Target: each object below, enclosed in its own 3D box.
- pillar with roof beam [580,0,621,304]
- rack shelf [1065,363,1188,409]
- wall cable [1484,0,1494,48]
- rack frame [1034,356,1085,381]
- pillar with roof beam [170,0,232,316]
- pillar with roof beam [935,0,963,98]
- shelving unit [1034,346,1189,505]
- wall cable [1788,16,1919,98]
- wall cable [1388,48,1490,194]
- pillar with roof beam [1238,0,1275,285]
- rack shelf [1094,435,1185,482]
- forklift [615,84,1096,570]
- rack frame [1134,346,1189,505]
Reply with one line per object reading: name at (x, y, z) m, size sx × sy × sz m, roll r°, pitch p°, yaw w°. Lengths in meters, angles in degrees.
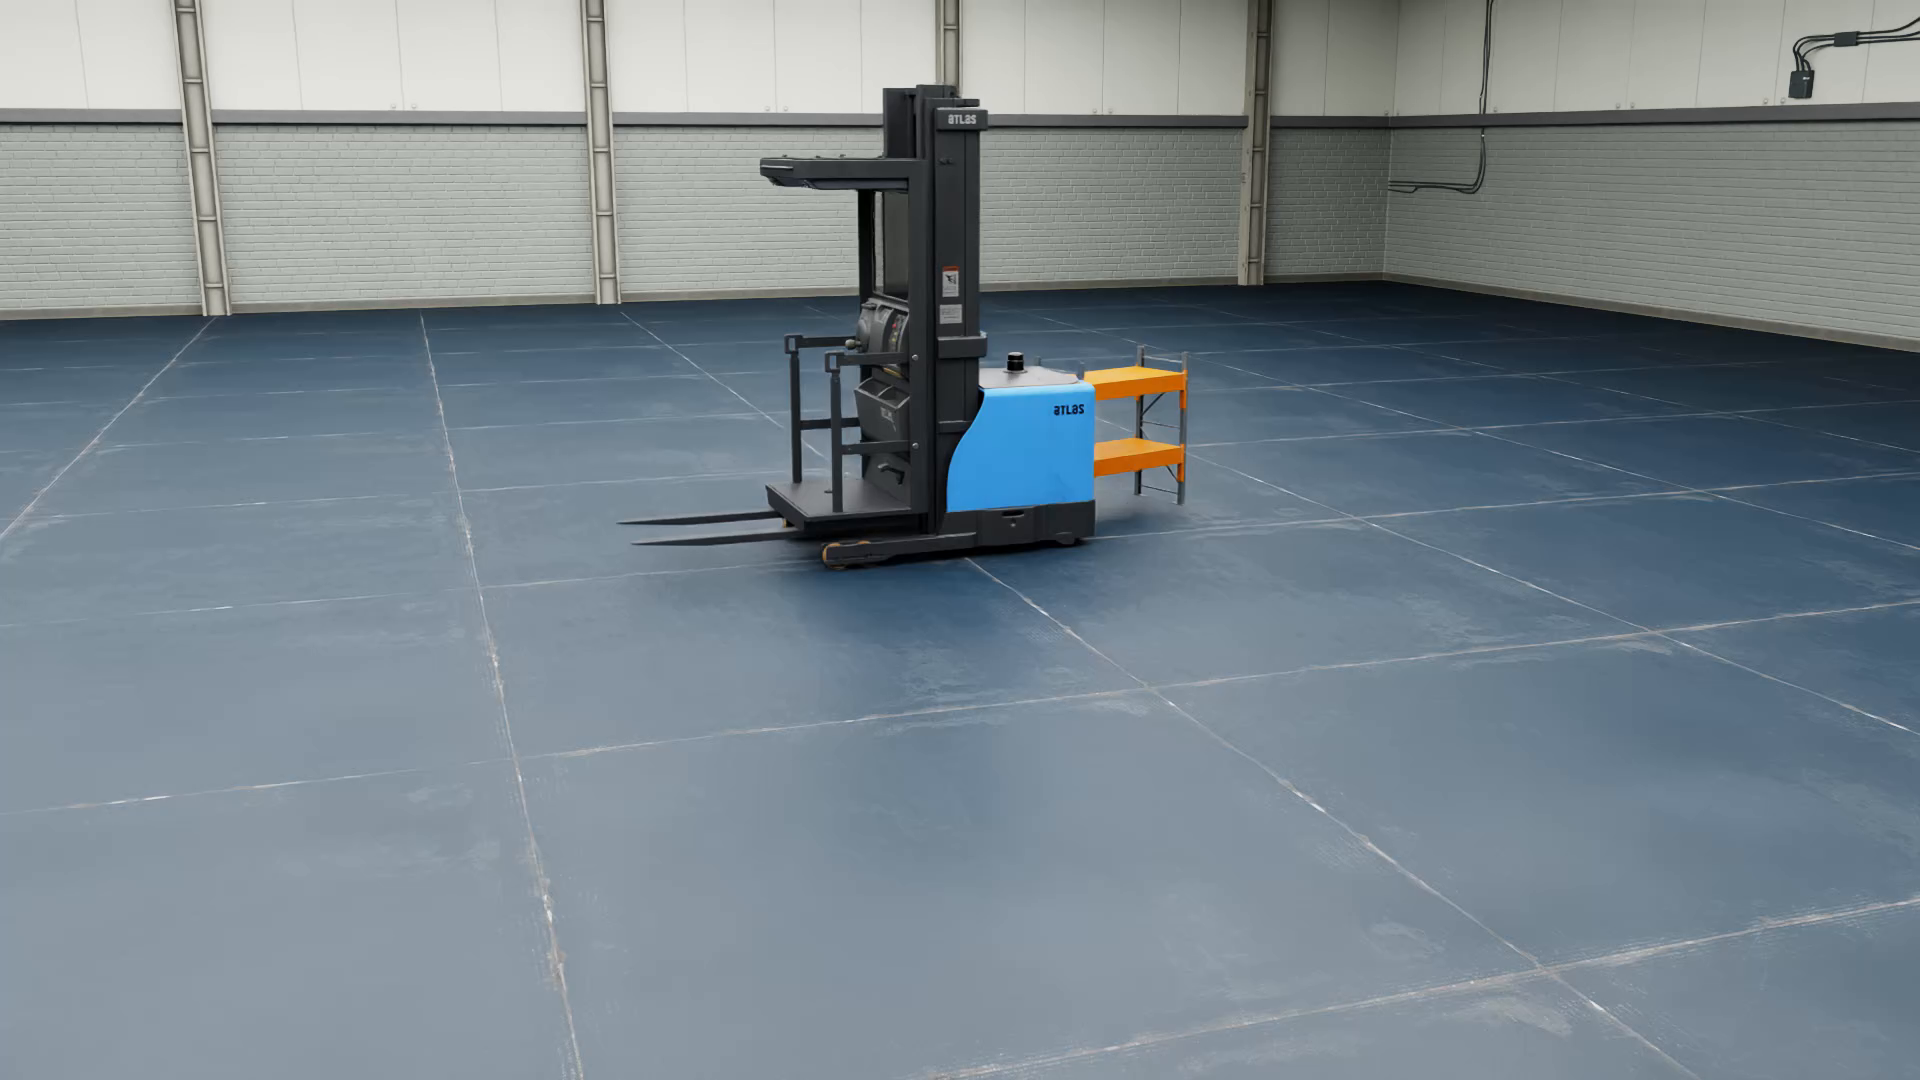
pillar with roof beam at (-4.503, -7.388, 22.755) m, size 0.400 × 9.000 × 9.100 m, roll -4°, pitch 14°, yaw -18°
rack shelf at (1.086, -1.061, 11.908) m, size 1.000 × 0.278 × 0.538 m, roll -10°, pitch 17°, yaw -37°
wall cable at (9.574, -9.498, 27.423) m, size 0.112 × 2.526 × 3.097 m, roll -4°, pitch 14°, yaw -18°
rack frame at (0.687, -0.704, 11.670) m, size 0.032 × 1.125 × 0.500 m, roll -10°, pitch 17°, yaw -37°
pillar with roof beam at (-10.190, -6.945, 20.893) m, size 0.400 × 9.000 × 9.100 m, roll -4°, pitch 14°, yaw -18°
pillar with roof beam at (1.183, -7.830, 24.617) m, size 0.400 × 9.000 × 9.100 m, roll -4°, pitch 14°, yaw -18°
shelving unit at (1.086, -0.776, 11.976) m, size 1.048 × 1.125 × 0.538 m, roll -10°, pitch 17°, yaw -37°
wall cable at (11.724, -8.716, 20.991) m, size 0.169 × 6.003 × 2.305 m, roll -4°, pitch 14°, yaw -18°
wall cable at (8.711, -7.634, 30.502) m, size 0.112 × 2.526 × 3.097 m, roll -4°, pitch 14°, yaw -18°
pillar with roof beam at (6.870, -8.273, 26.478) m, size 0.400 × 9.000 × 9.100 m, roll -4°, pitch 14°, yaw -18°
rack shelf at (1.086, -0.538, 12.032) m, size 1.000 × 0.278 × 0.538 m, roll -10°, pitch 17°, yaw -37°
forklift at (-0.679, -1.377, 10.600) m, size 3.031 × 2.935 × 1.130 m, roll -5°, pitch 14°, yaw -19°
rack frame at (1.486, -0.849, 12.281) m, size 0.032 × 1.125 × 0.500 m, roll -10°, pitch 17°, yaw -37°
